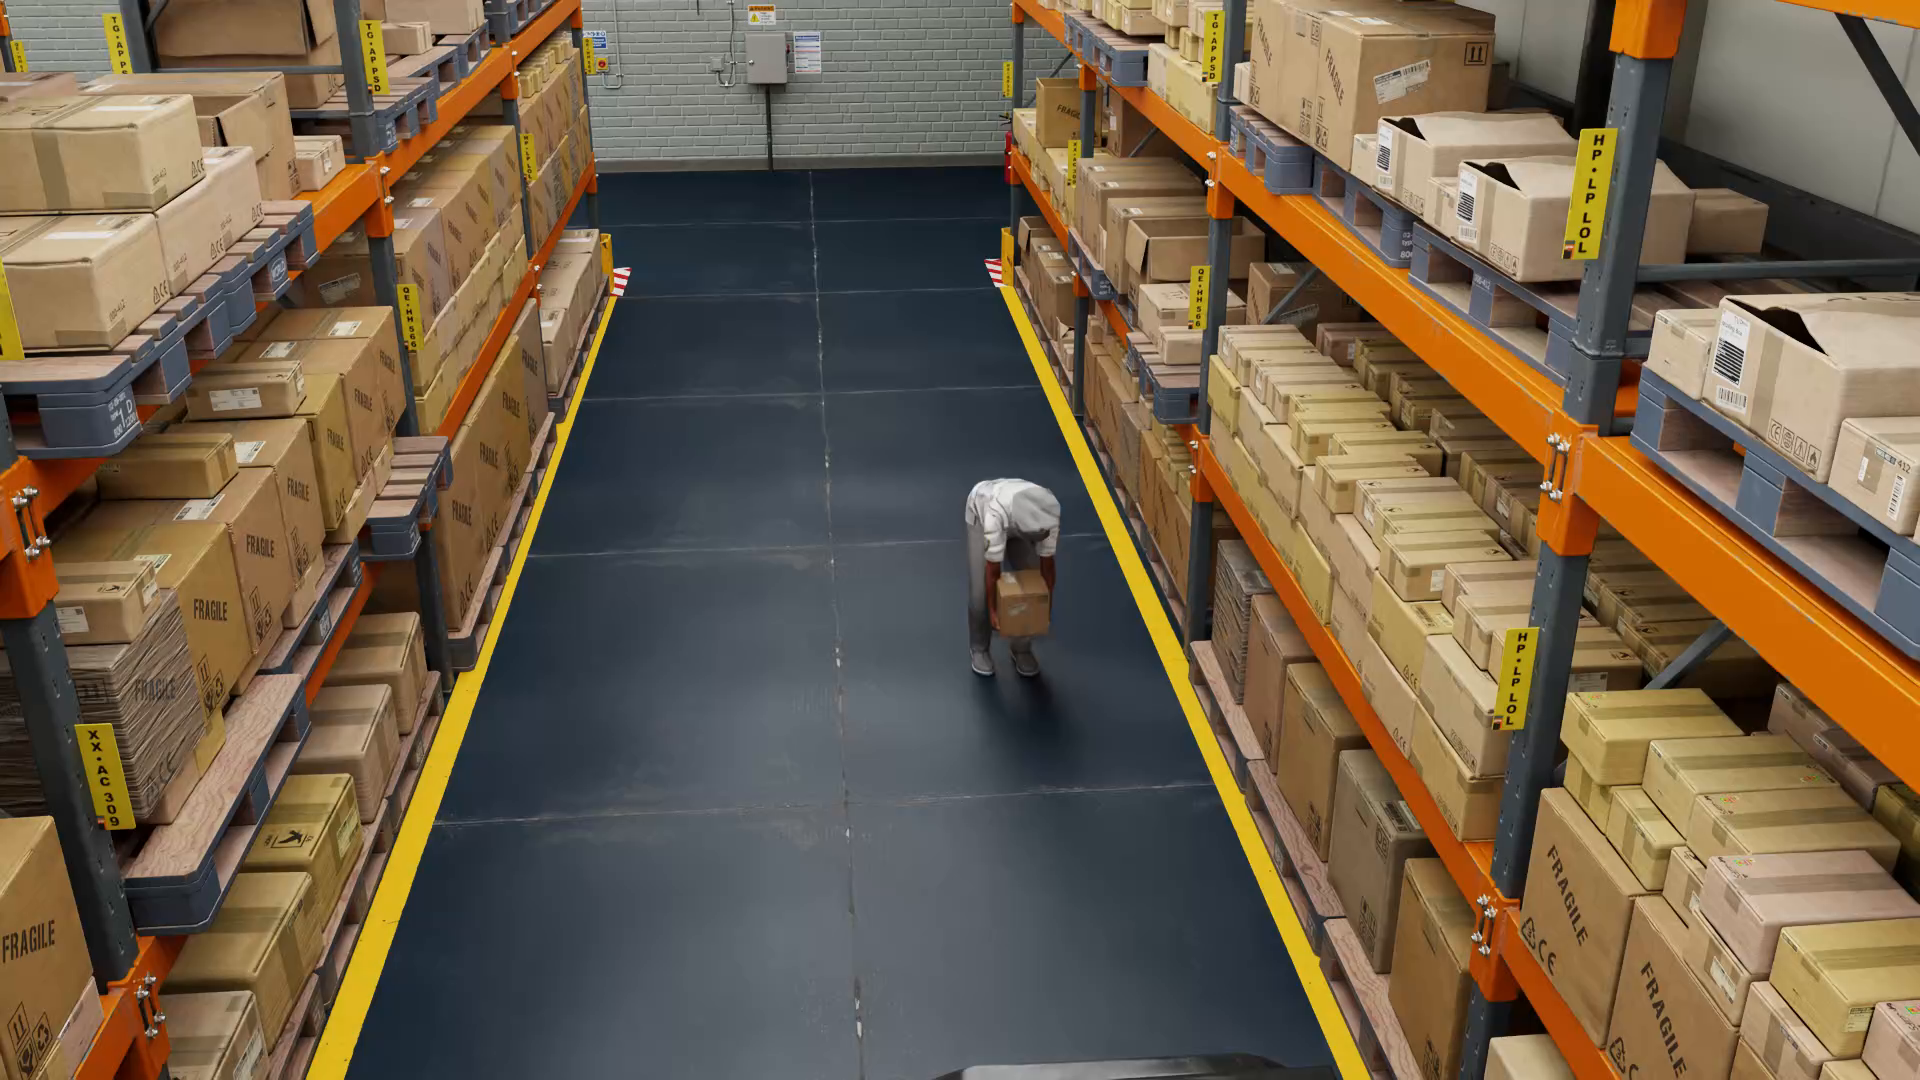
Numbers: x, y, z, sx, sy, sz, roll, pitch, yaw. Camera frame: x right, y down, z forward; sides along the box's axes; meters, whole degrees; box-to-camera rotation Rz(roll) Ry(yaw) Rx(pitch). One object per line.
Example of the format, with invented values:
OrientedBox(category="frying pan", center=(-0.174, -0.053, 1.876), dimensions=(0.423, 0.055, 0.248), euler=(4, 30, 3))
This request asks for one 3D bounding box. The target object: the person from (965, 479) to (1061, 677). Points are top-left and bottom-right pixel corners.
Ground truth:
OrientedBox(category="person", center=(0.288, 0.199, 8.686), dimensions=(0.416, 1.238, 0.920), euler=(-5, 24, -11))
